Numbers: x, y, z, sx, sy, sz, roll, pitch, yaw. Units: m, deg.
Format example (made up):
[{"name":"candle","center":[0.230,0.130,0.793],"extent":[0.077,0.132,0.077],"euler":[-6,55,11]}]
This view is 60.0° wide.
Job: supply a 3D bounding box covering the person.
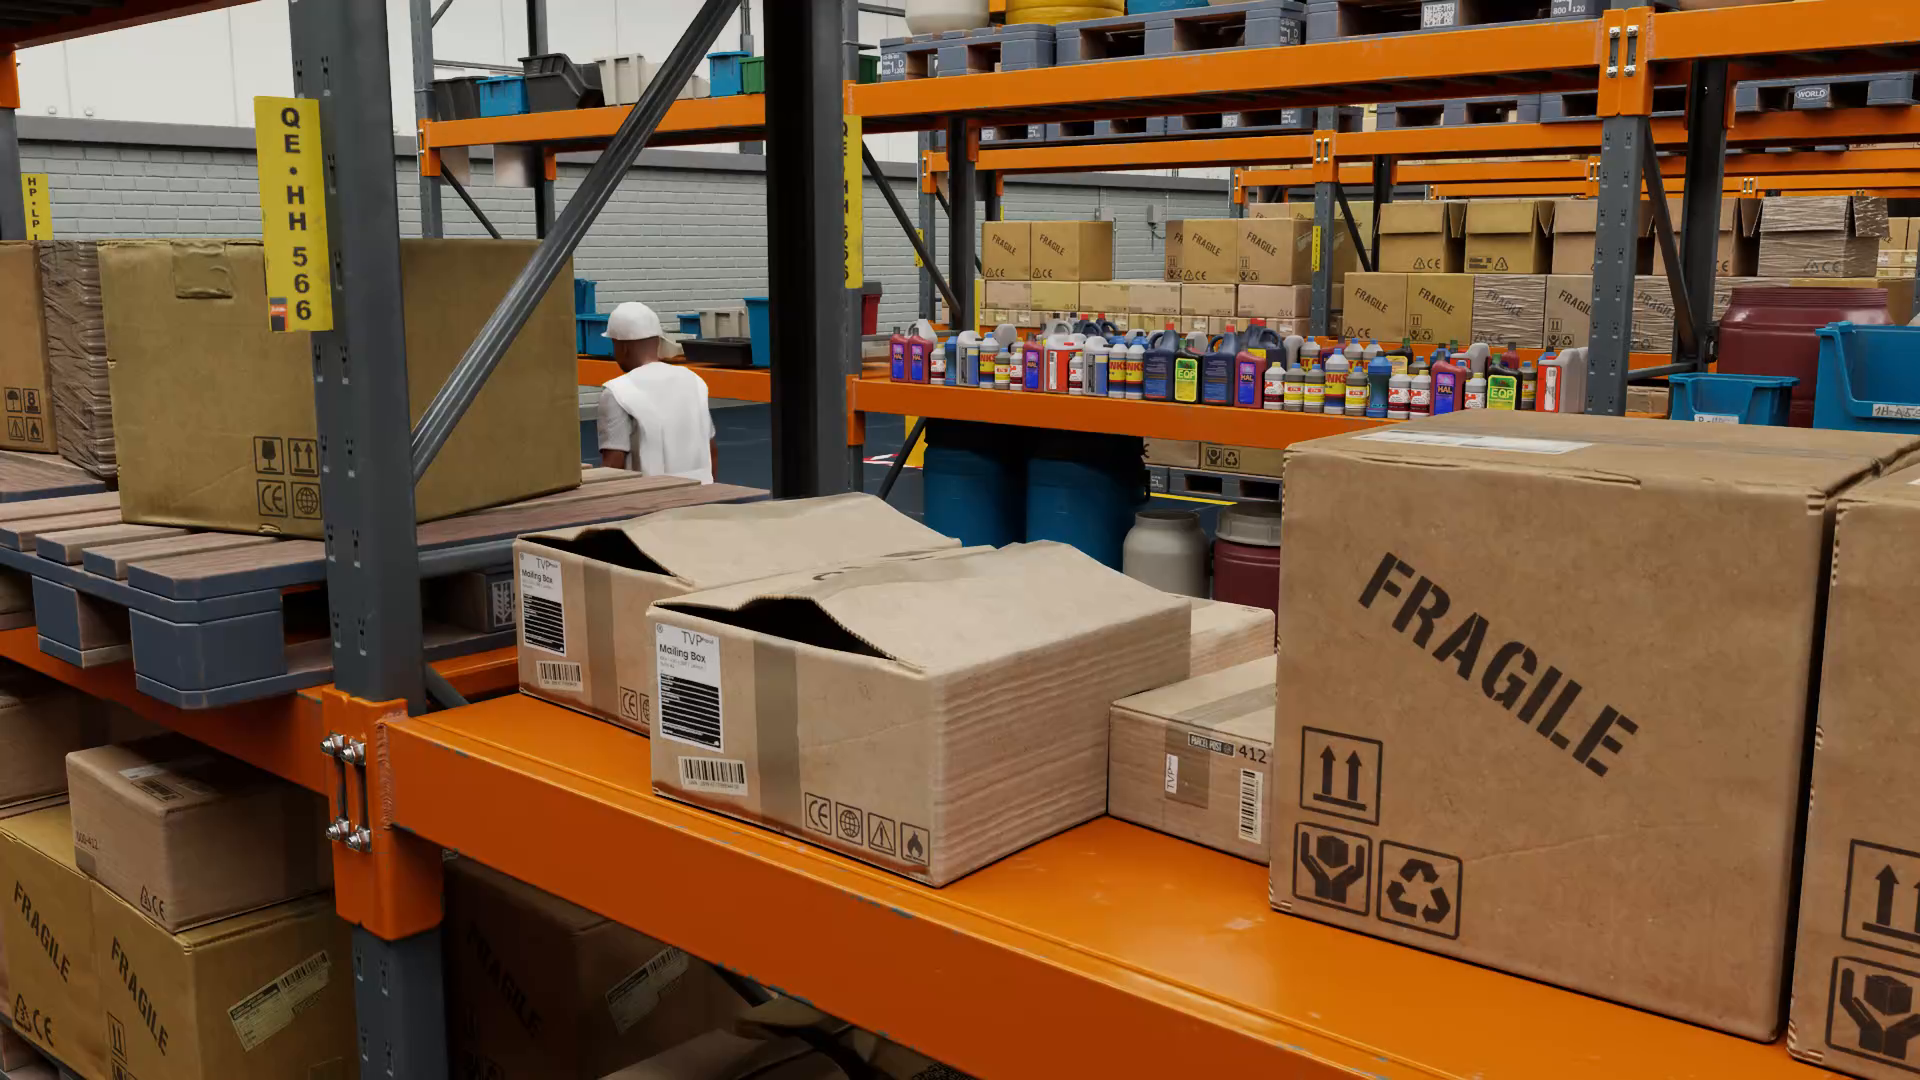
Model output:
[{"name":"person","center":[-1.251,-0.082,6.836],"extent":[0.451,1.774,0.631],"euler":[8,13,39]}]
